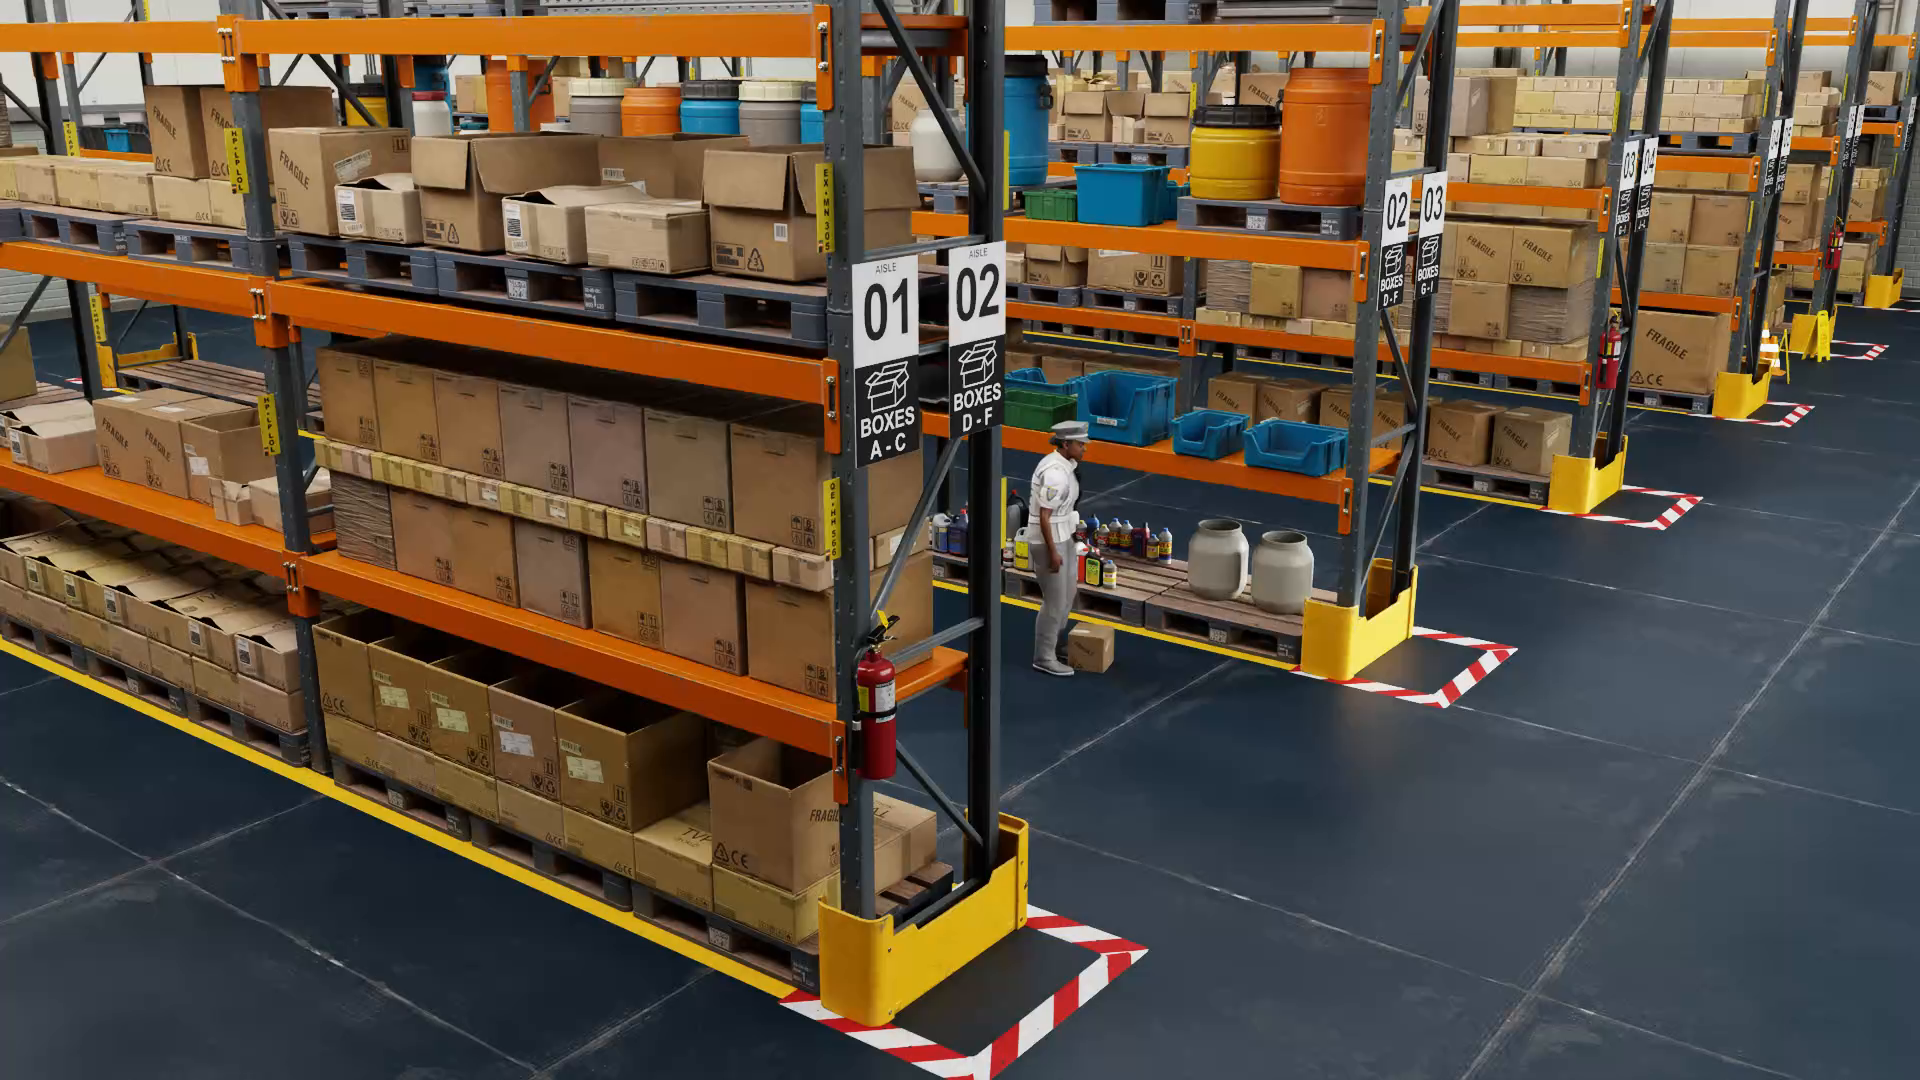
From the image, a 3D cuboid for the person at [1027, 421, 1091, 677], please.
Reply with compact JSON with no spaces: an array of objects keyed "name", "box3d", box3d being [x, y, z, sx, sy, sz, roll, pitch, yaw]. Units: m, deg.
[{"name":"person","box3d":[0.646,0.030,10.941,0.395,1.659,0.510,5,17,17]}]
